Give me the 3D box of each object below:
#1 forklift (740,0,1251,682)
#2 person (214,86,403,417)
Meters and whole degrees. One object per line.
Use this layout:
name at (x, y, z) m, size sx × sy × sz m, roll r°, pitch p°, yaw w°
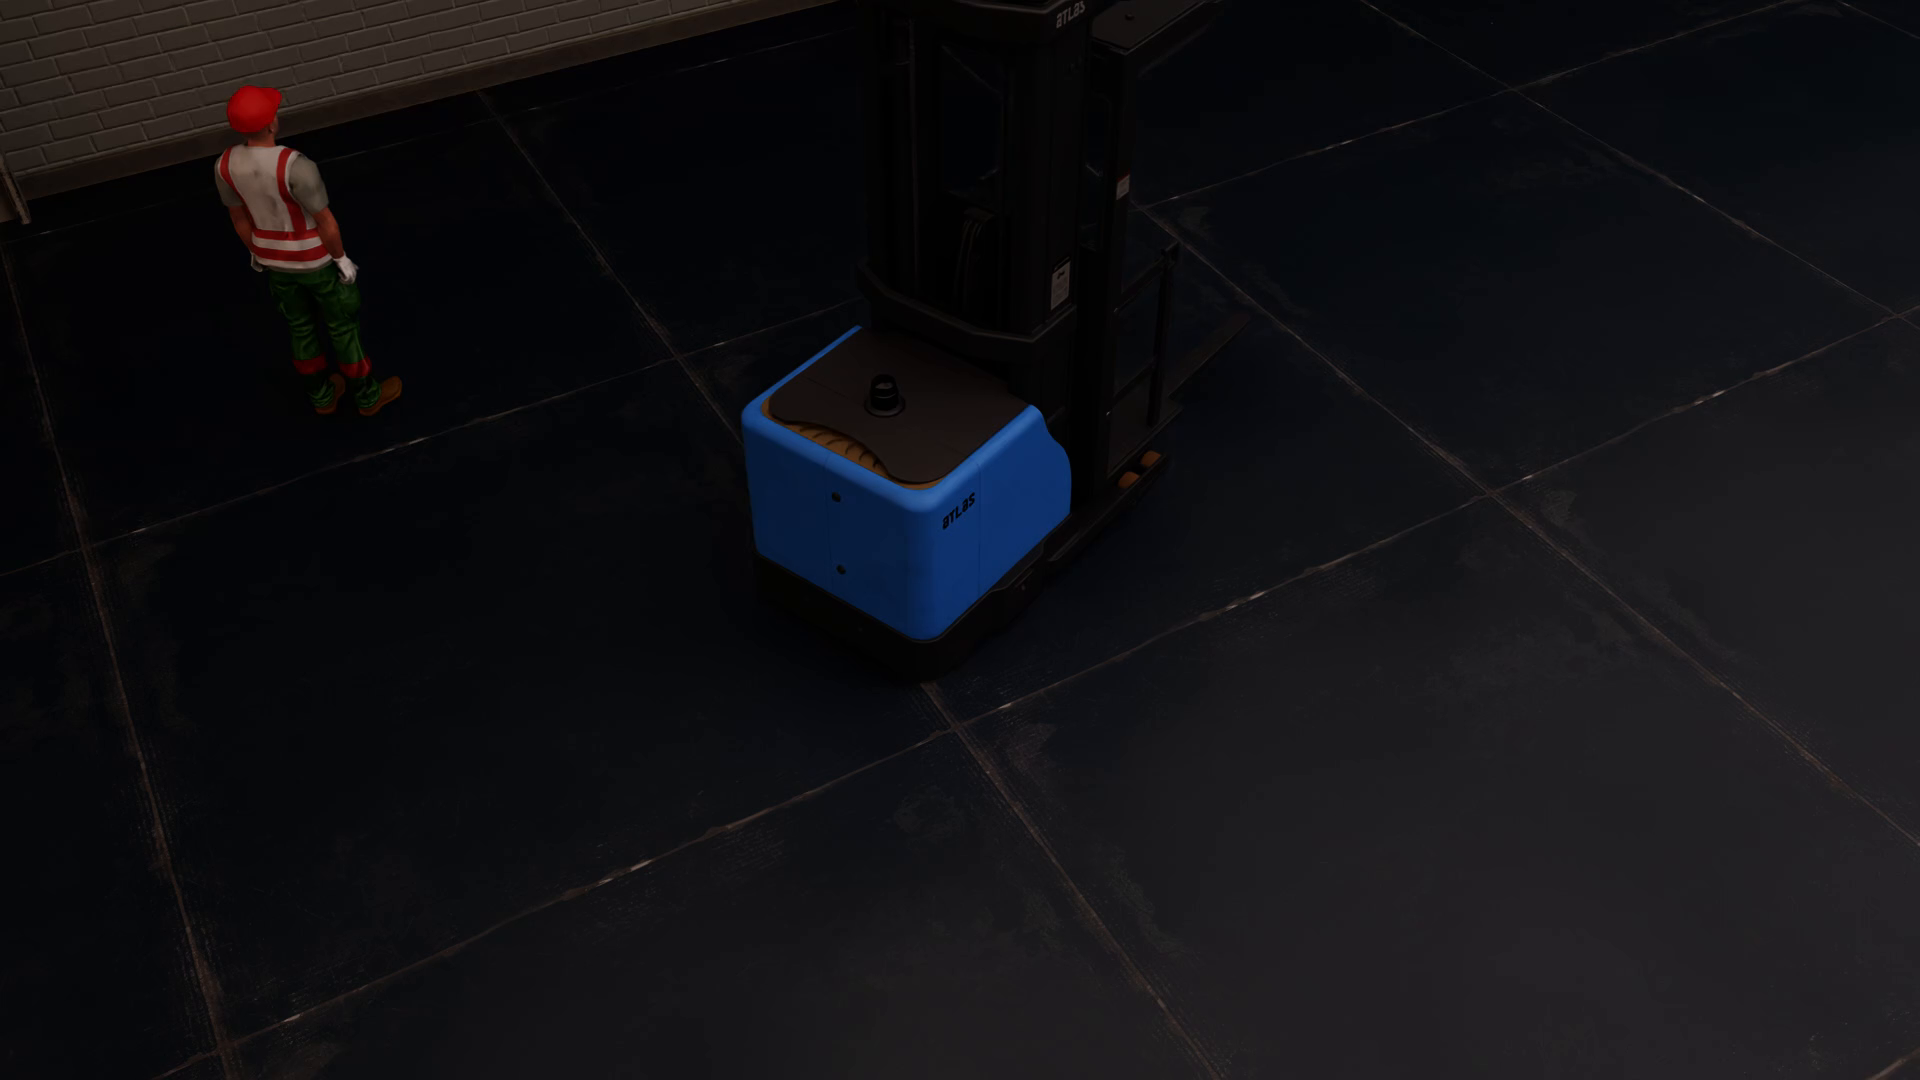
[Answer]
forklift at (0.364, -1.423, 7.233) m, size 1.130 × 2.935 × 3.031 m, roll 27°, pitch 49°, yaw 26°
person at (-3.169, -1.374, 8.019) m, size 0.528 × 1.796 × 0.362 m, roll 6°, pitch 43°, yaw 6°
